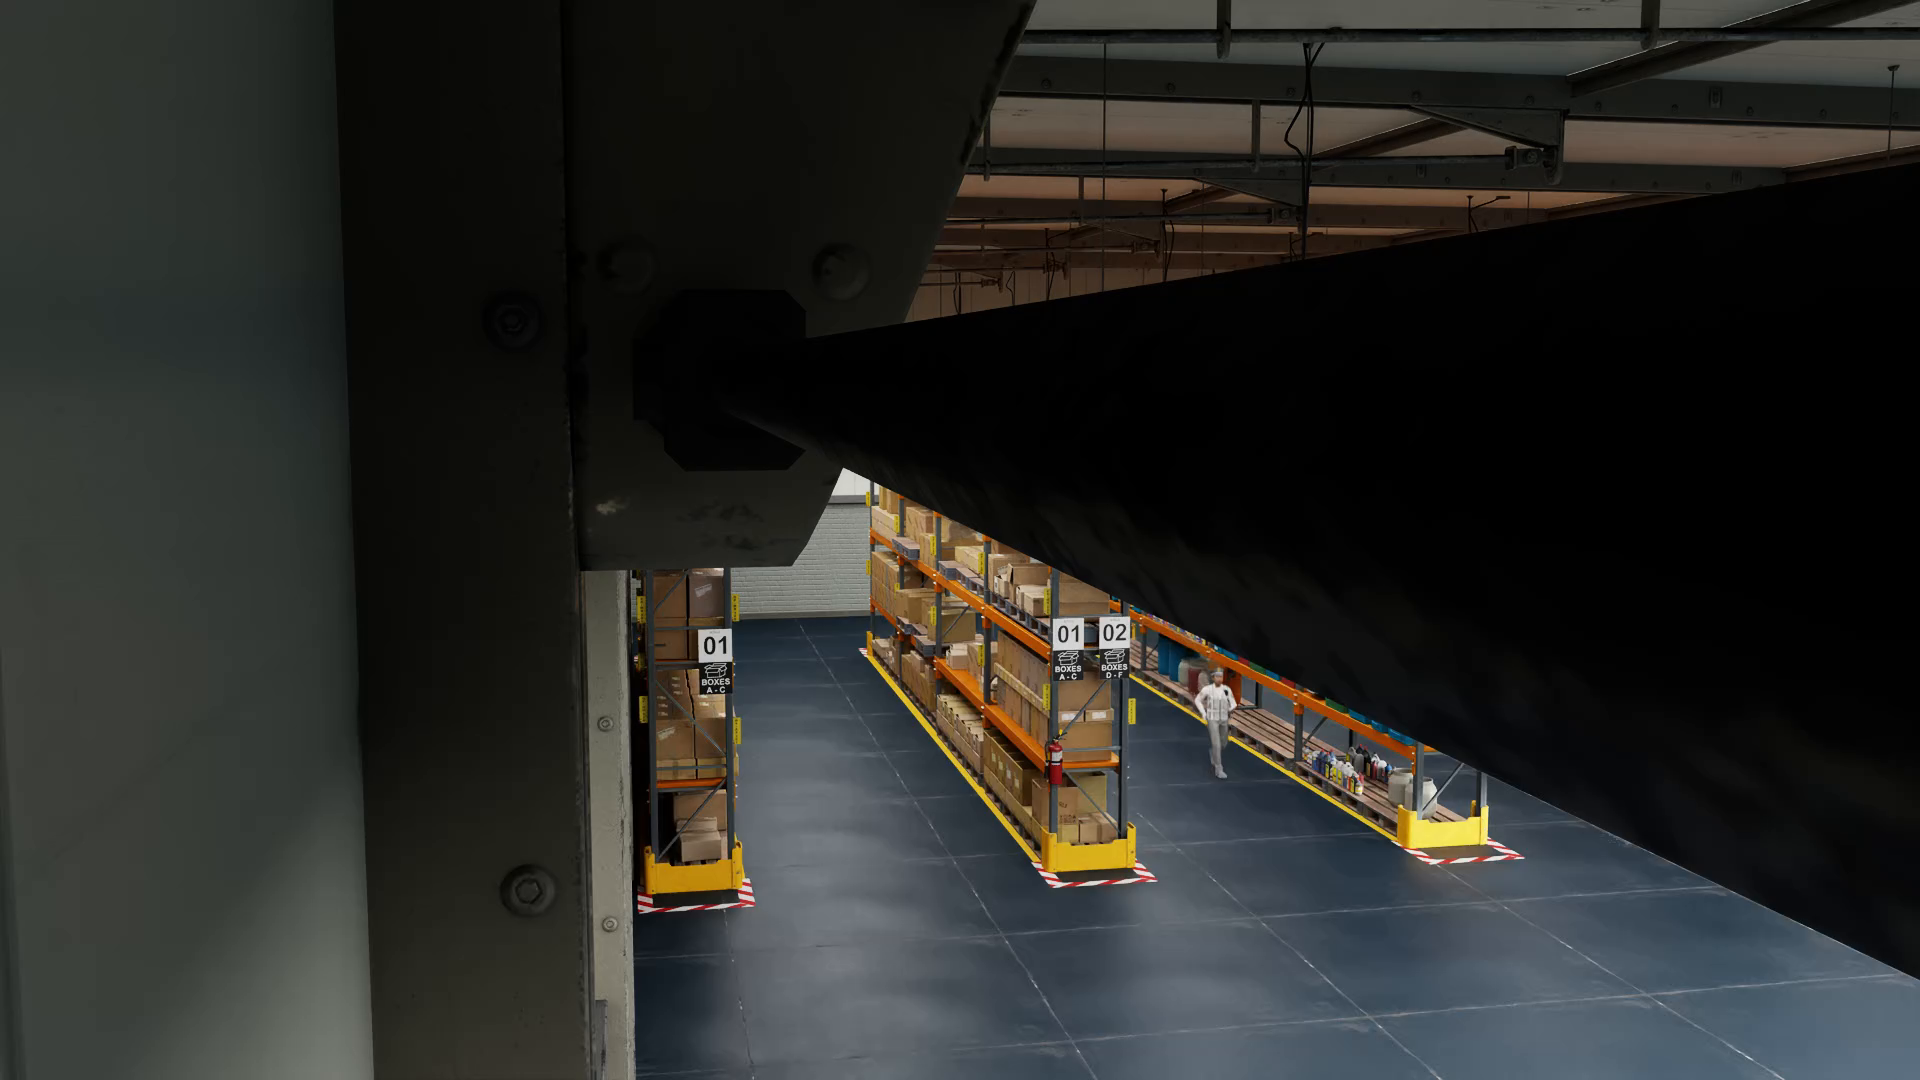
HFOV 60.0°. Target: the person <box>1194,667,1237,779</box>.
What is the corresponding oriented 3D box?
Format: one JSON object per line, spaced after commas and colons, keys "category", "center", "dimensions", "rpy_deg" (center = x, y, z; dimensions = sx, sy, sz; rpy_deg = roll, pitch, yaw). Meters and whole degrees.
{"category": "person", "center": [3.987, 2.795, 25.816], "dimensions": [0.624, 1.669, 0.855], "rpy_deg": [-1, 6, -12]}
